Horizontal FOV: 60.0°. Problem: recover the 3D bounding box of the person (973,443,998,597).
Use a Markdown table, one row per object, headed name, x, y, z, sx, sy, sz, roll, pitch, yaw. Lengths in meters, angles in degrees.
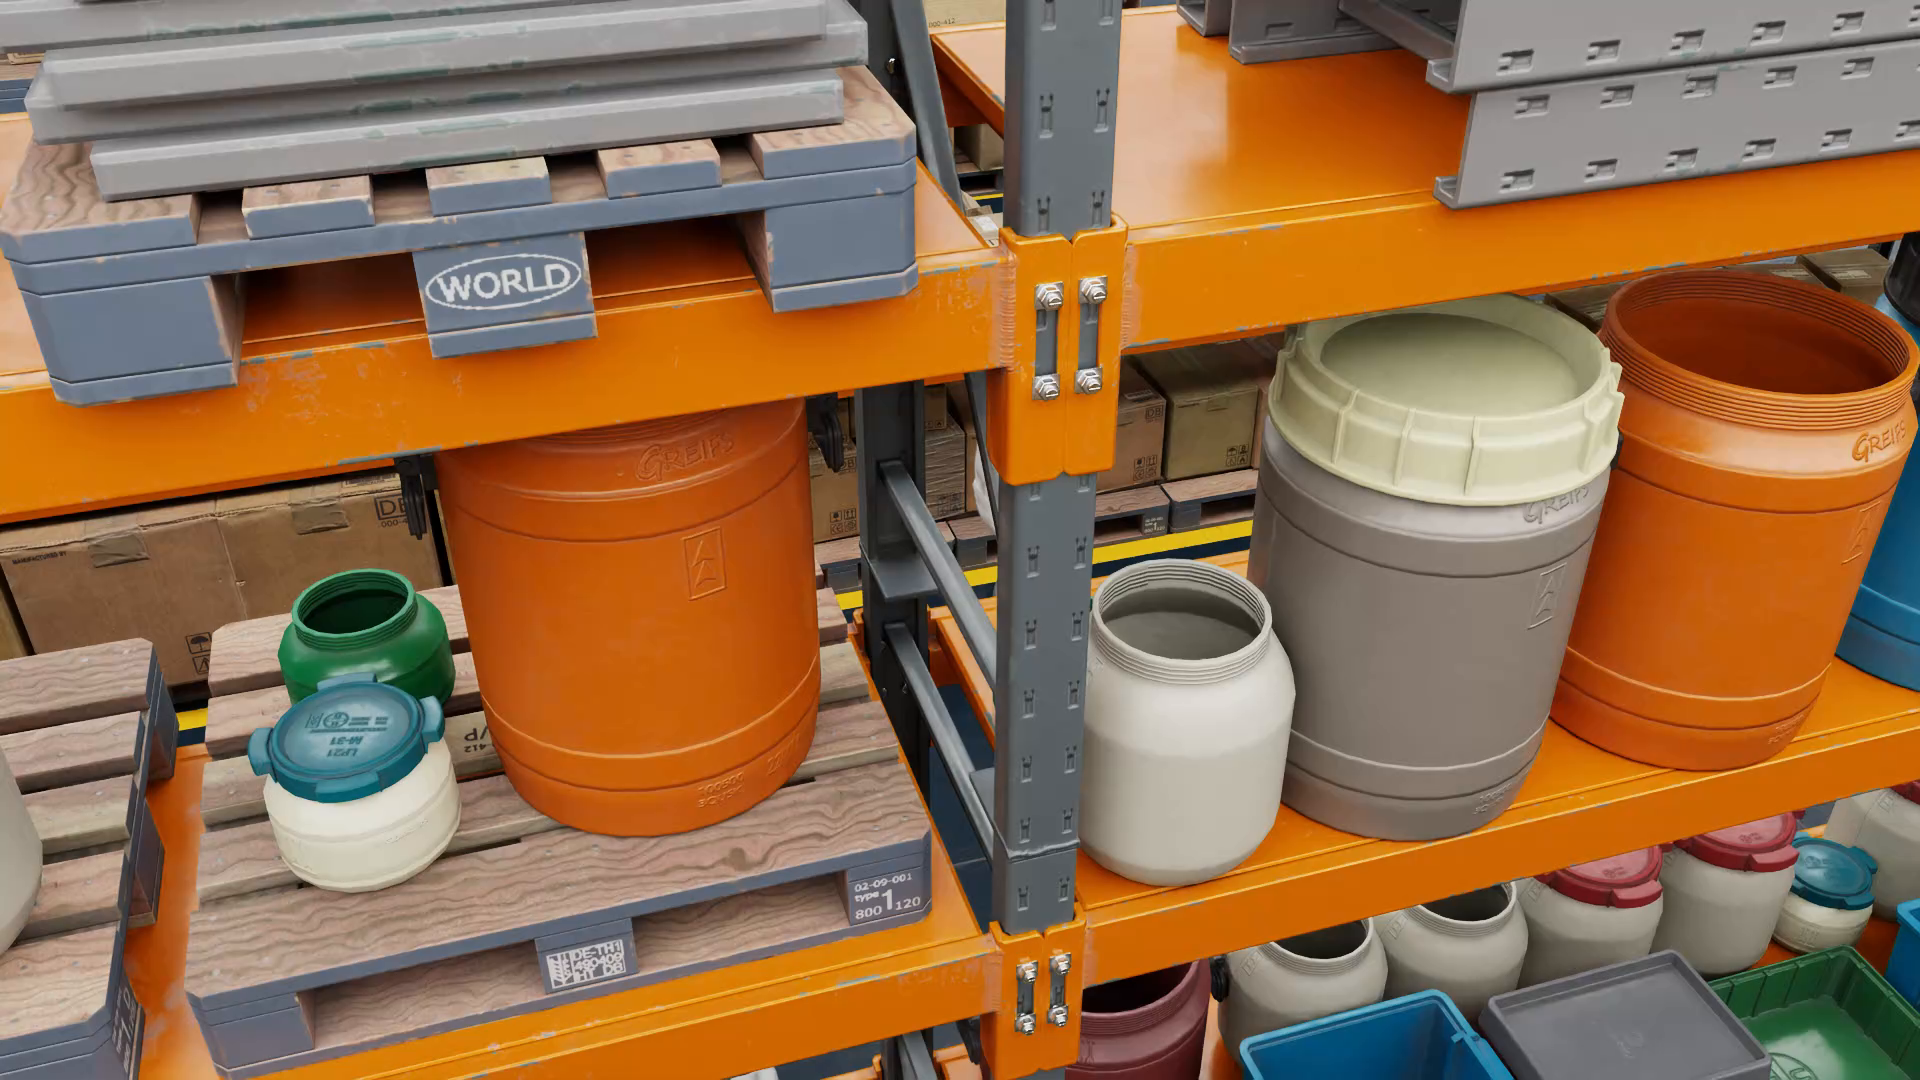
| name | x | y | z | sx | sy | sz | roll | pitch | yaw |
| --- | --- | --- | --- | --- | --- | --- | --- | --- | --- |
| person | 0.309 | -0.131 | 7.626 | 0.461 | 1.756 | 0.626 | -10 | 35 | -15 |
